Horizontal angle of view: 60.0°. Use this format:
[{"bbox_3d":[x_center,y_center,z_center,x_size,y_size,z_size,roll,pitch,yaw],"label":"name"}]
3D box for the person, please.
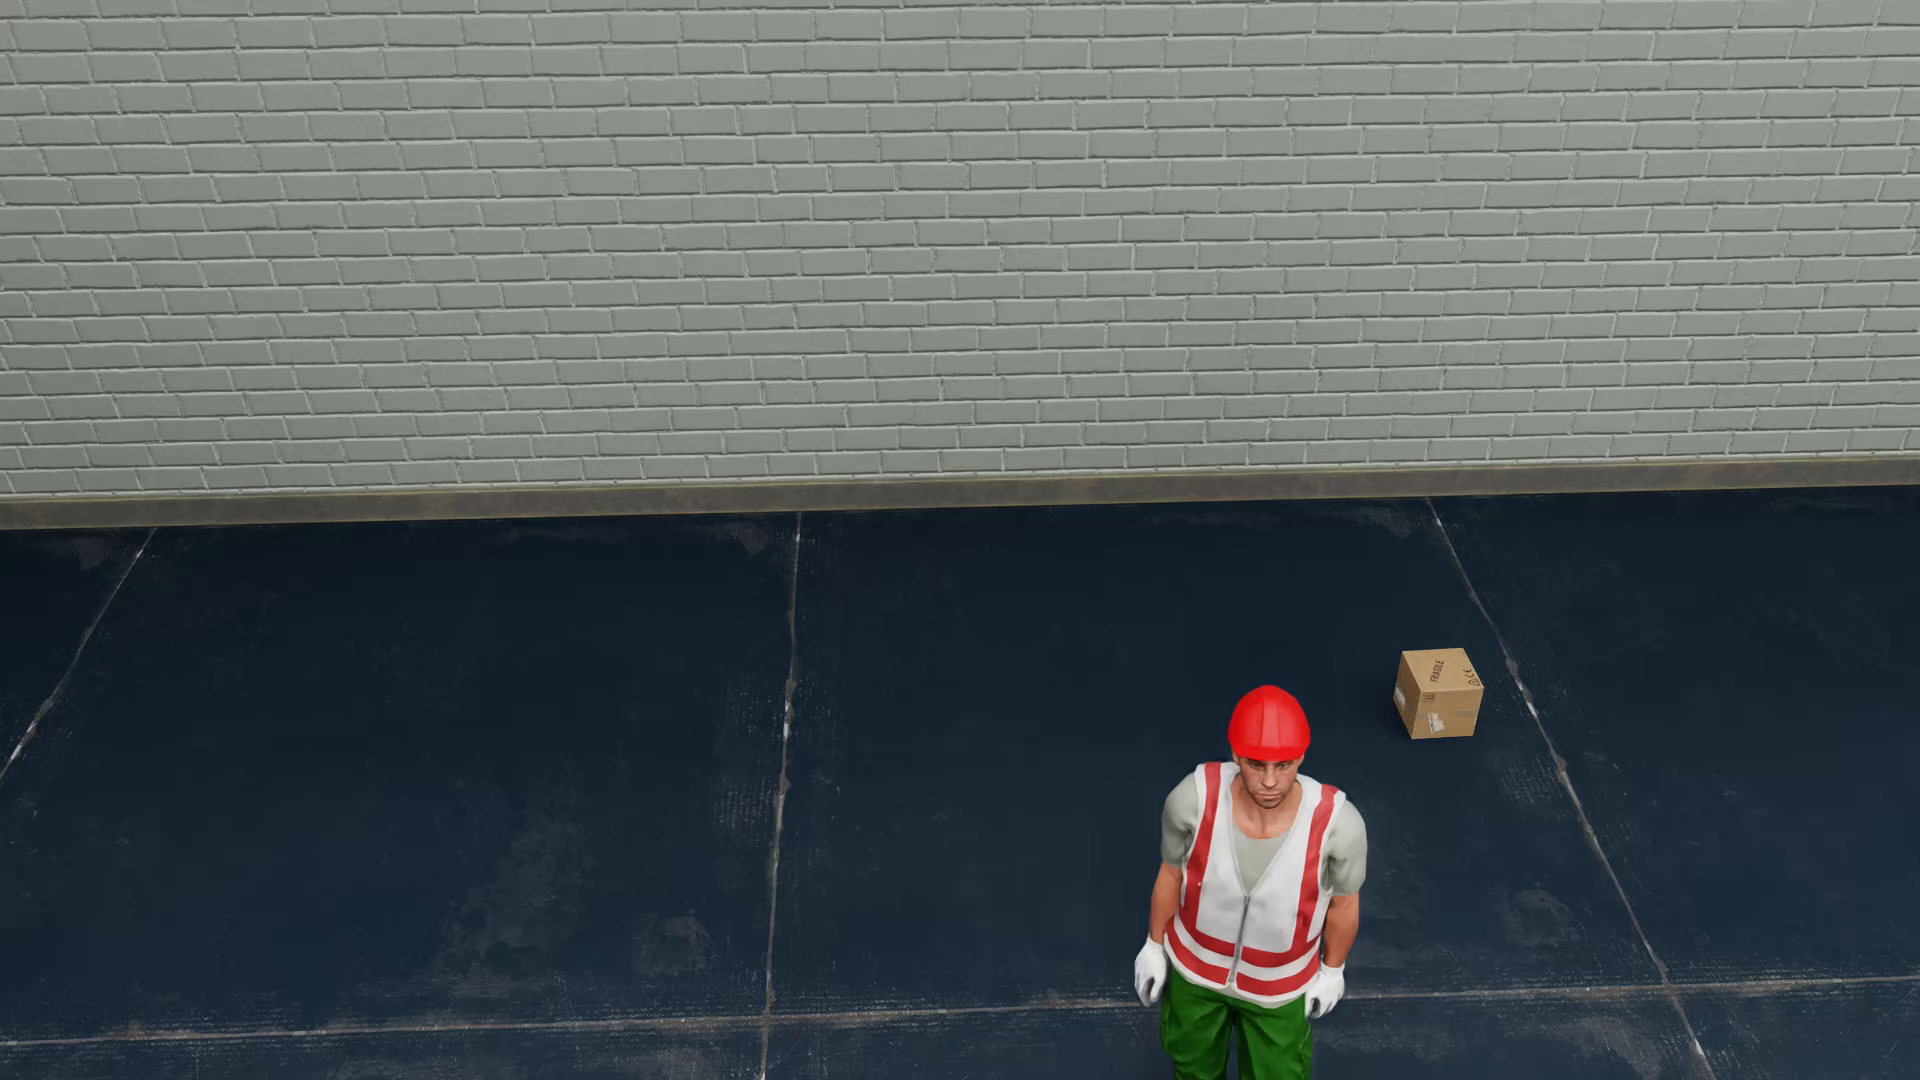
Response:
[{"bbox_3d":[0.758,1.124,4.476,0.560,1.778,0.542,11,36,16],"label":"person"}]
